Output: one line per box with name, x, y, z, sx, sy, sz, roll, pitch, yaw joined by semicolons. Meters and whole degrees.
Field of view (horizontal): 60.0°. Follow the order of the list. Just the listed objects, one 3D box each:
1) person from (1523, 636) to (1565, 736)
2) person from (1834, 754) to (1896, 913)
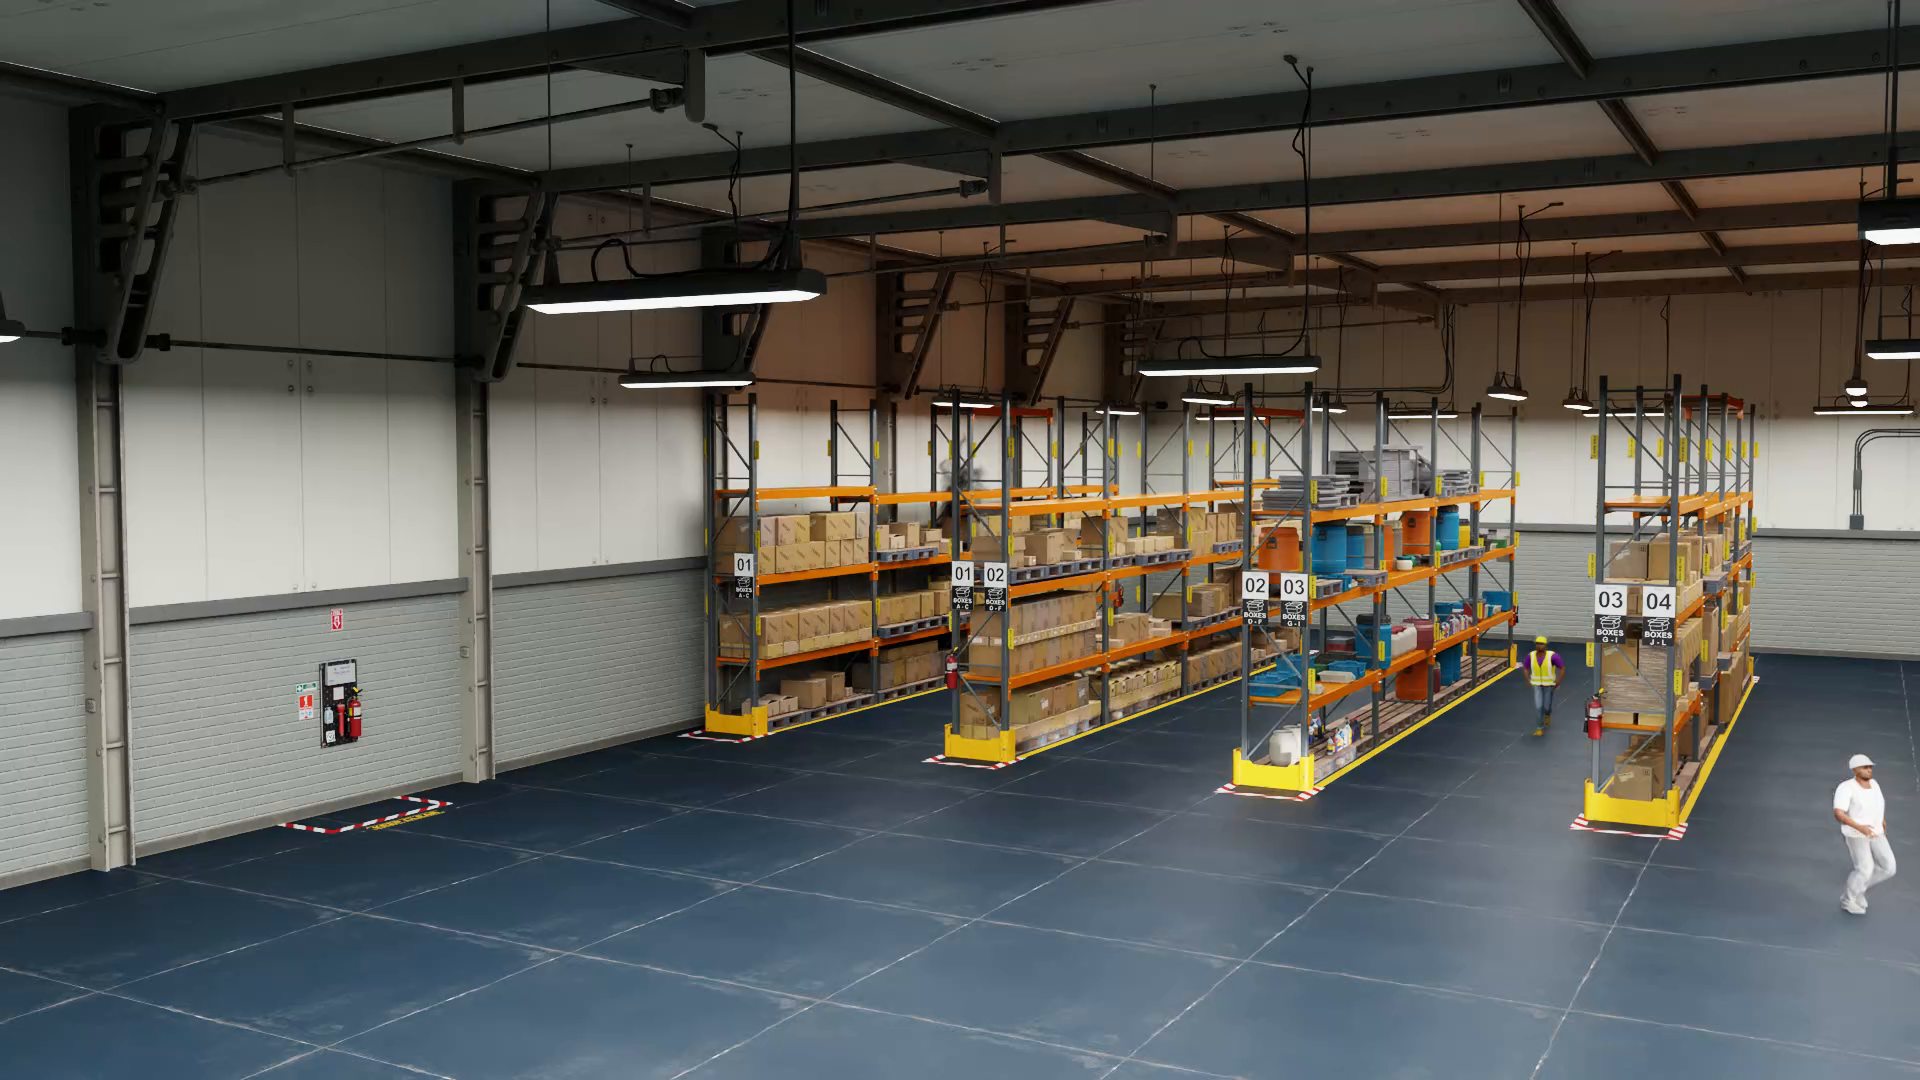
person;10.288;2.559;29.307;0.704;1.748;0.656;2;3;28
person;9.757;3.169;17.899;0.711;1.721;0.549;-1;3;-21
